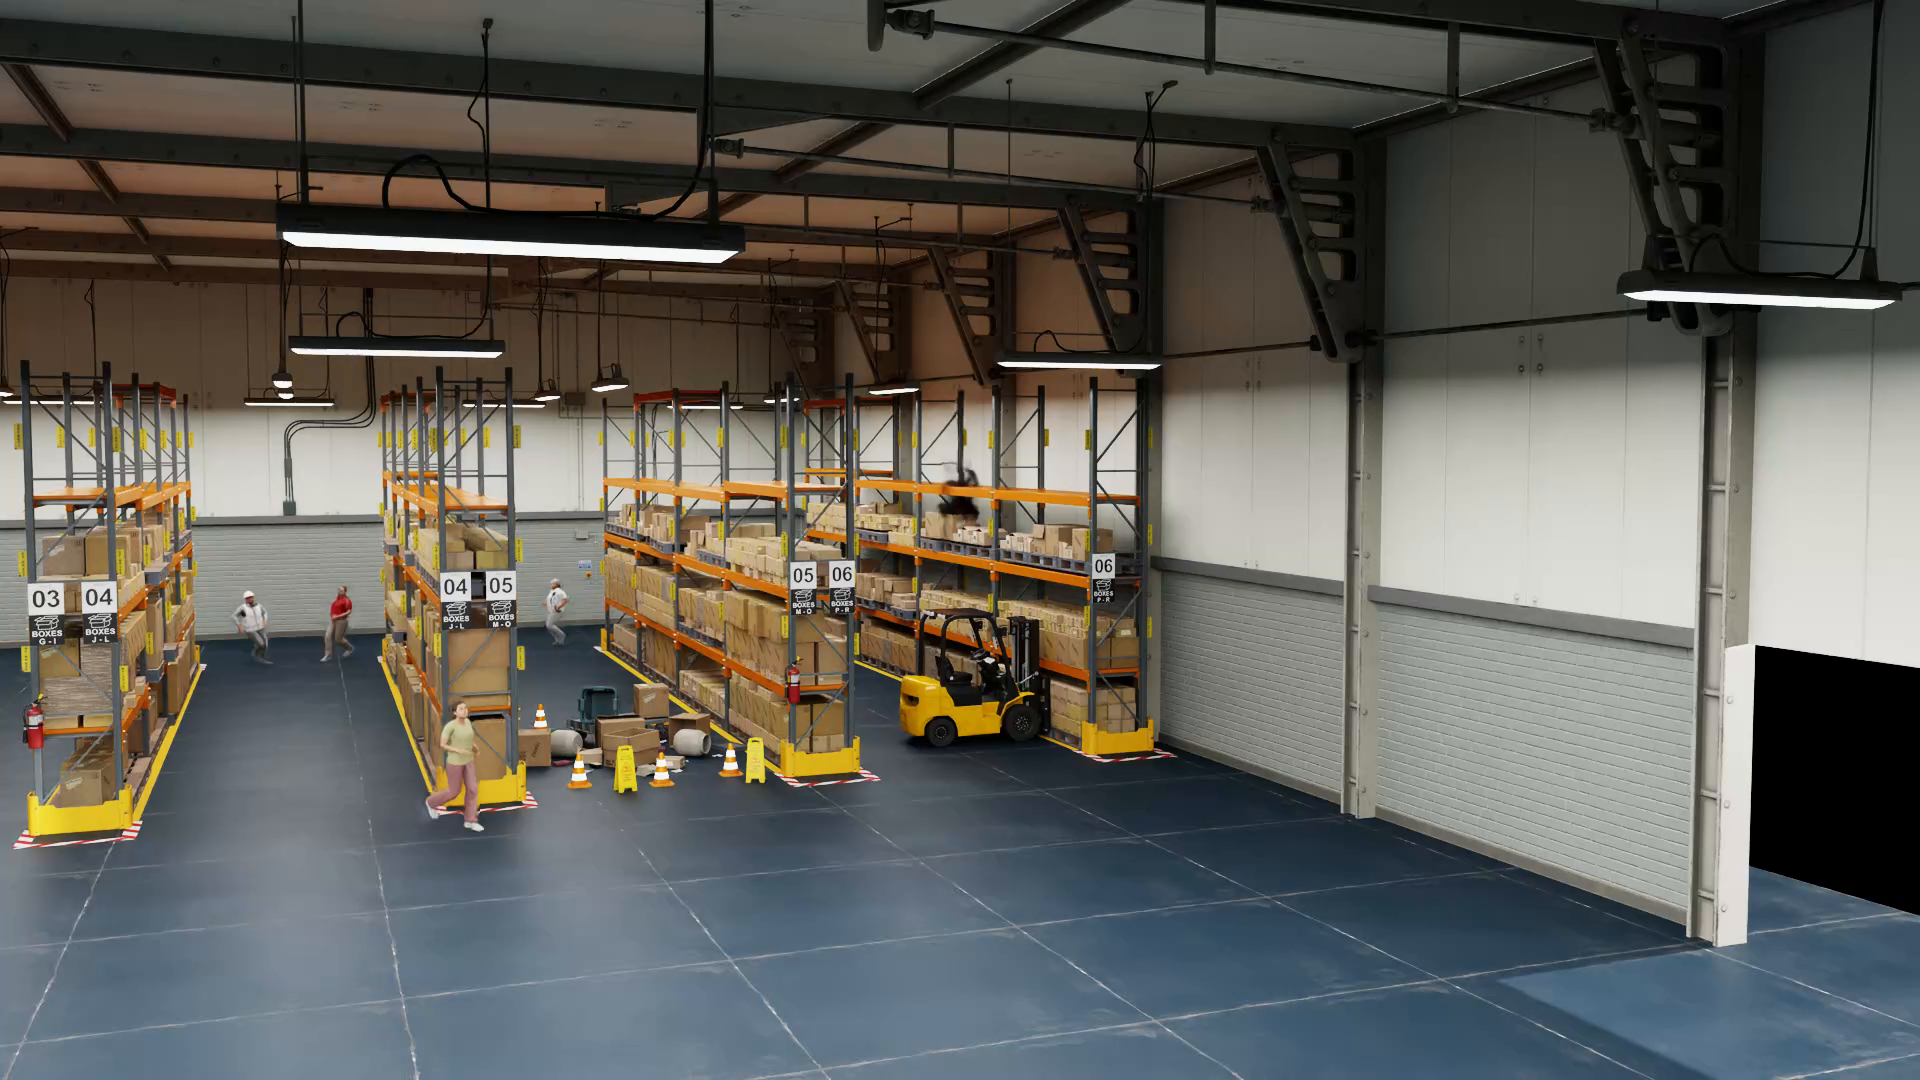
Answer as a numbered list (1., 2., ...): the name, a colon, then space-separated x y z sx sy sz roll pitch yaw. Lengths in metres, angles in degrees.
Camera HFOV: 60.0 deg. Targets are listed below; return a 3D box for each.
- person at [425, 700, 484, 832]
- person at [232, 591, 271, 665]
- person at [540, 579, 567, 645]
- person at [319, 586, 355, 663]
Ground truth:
1. person: -6.484 2.891 21.456 0.895 1.668 0.587 2 4 31
2. person: -15.602 1.955 36.756 0.588 1.678 0.780 2 4 36
3. person: -9.893 1.755 40.411 0.546 1.622 0.593 -2 4 -35
4. person: -14.050 1.895 37.640 0.700 1.715 0.856 2 4 36
